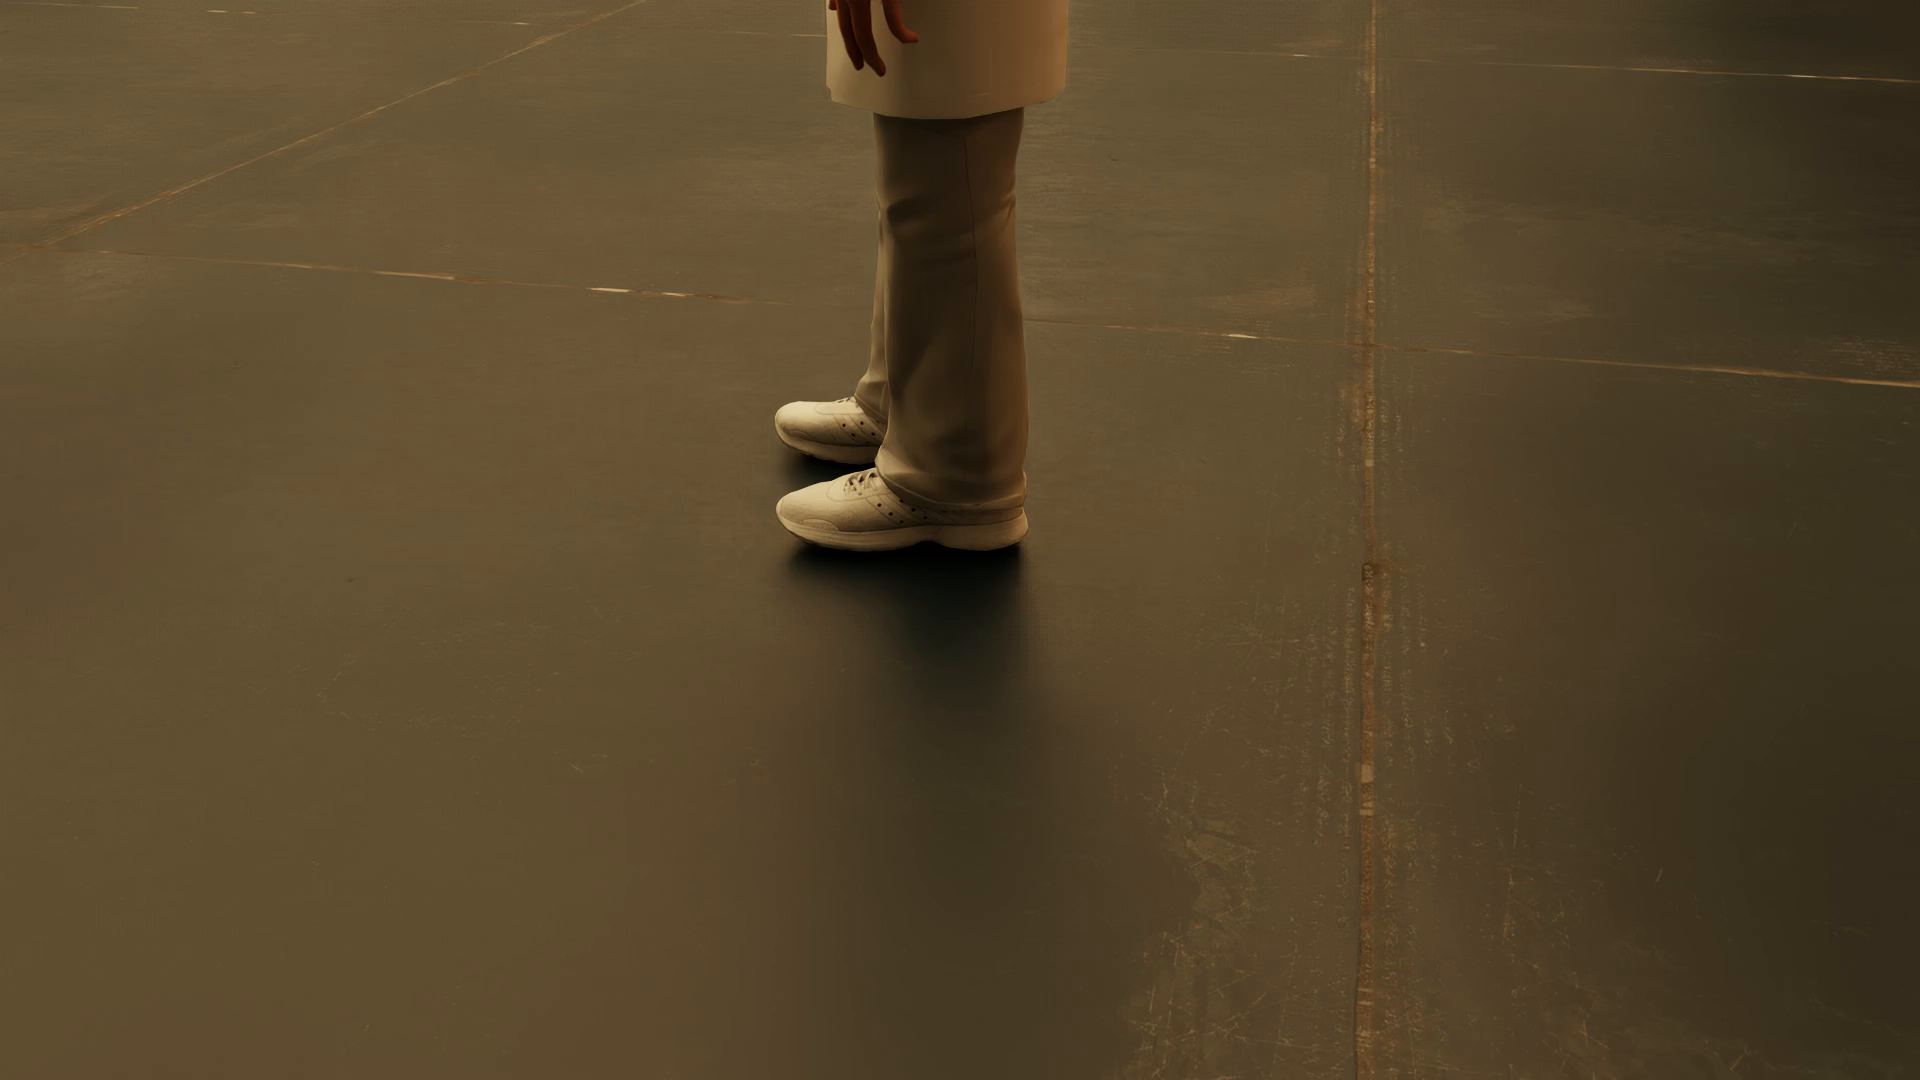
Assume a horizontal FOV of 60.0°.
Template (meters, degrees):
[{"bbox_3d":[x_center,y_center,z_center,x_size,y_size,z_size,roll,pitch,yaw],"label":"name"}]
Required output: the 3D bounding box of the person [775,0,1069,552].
[{"bbox_3d":[-0.087,-0.811,2.118,0.581,1.775,0.696,6,27,11],"label":"person"}]
